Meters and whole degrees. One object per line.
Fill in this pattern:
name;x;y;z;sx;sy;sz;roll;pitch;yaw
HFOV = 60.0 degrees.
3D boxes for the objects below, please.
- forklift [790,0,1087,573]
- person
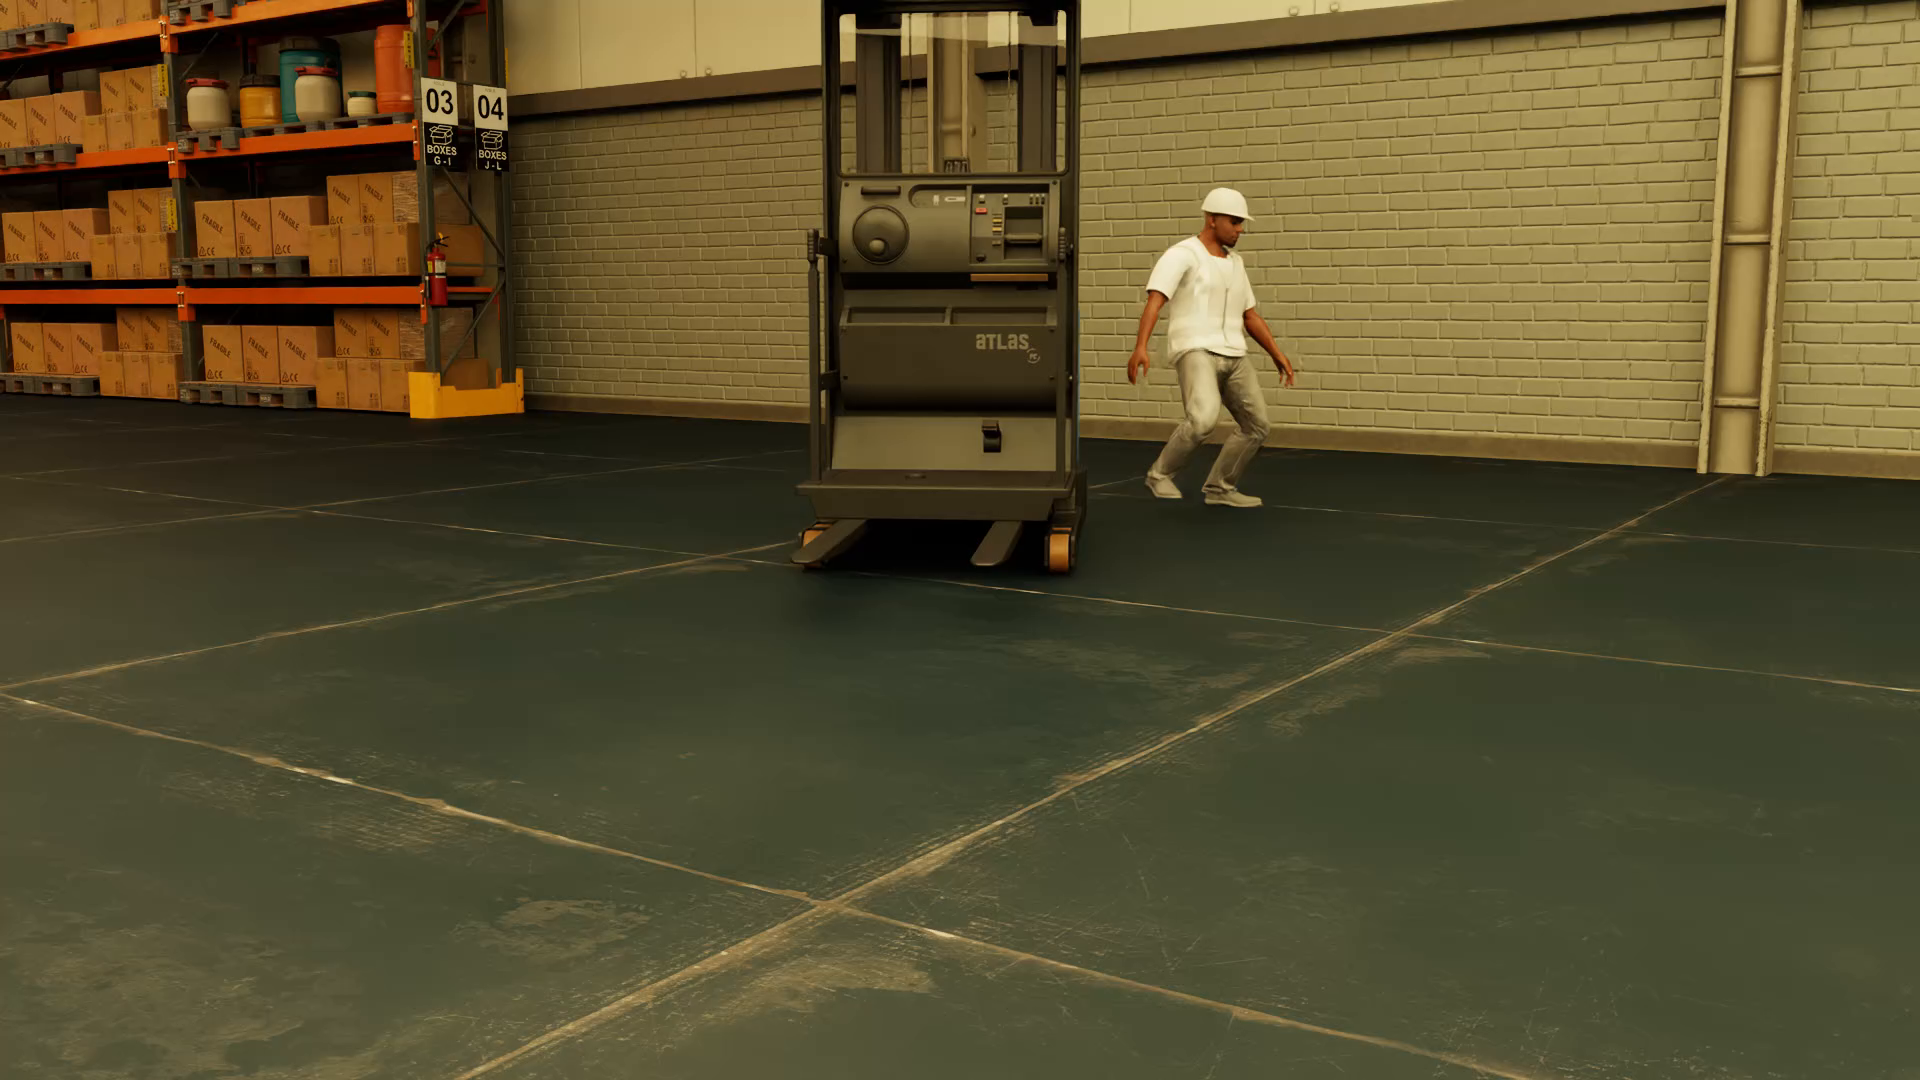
forklift;-0.064;-1.366;6.796;1.130;2.935;3.031;1;8;6
person;1.296;-0.963;8.523;0.968;1.664;0.538;-5;10;-33
